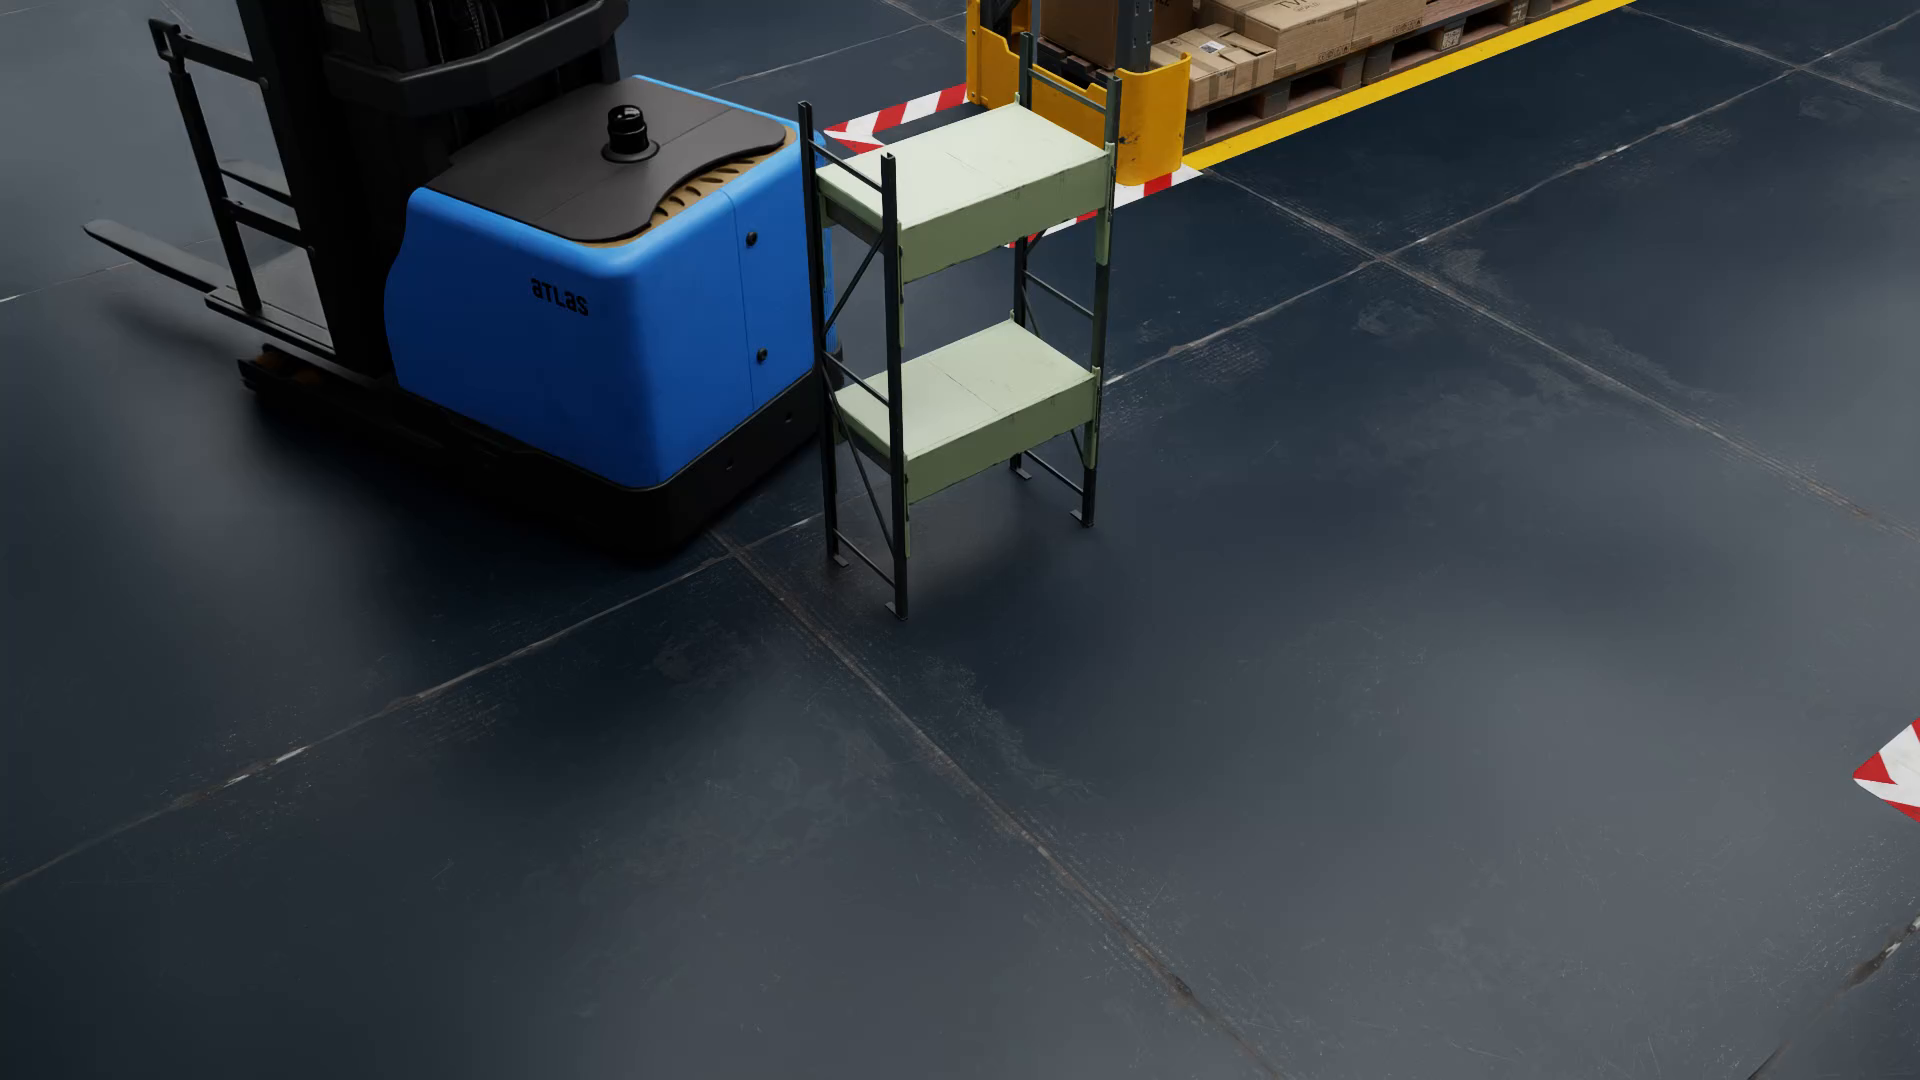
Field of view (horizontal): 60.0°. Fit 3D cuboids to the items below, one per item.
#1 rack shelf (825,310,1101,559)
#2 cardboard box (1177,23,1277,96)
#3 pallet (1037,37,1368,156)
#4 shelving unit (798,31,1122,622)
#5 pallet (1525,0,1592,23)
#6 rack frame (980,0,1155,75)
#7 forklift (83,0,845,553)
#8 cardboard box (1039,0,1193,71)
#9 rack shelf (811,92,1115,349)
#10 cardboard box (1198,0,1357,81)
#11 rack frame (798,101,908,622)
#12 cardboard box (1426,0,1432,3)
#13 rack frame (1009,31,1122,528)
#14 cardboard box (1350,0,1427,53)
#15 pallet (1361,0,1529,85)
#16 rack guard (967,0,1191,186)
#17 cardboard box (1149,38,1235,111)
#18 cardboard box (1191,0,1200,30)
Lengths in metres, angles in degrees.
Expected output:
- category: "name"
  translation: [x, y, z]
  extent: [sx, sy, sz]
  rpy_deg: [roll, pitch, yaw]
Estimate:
- category: "rack shelf"
  translation: [0.005, -0.330, 4.984]
  extent: [0.720, 0.370, 0.431]
  rpy_deg: [-26, 46, -28]
- category: "cardboard box"
  translation: [1.176, -2.142, 7.383]
  extent: [0.250, 0.166, 0.380]
  rpy_deg: [-26, 46, -28]
- category: "pallet"
  translation: [1.128, -2.241, 7.816]
  extent: [1.213, 0.211, 1.003]
  rpy_deg: [-26, 46, -28]
- category: "shelving unit"
  translation: [0.005, -0.582, 4.777]
  extent: [0.755, 1.500, 0.431]
  rpy_deg: [-26, 46, -28]
- category: "pallet"
  translation: [3.062, -3.185, 8.966]
  extent: [1.213, 0.211, 1.003]
  rpy_deg: [-26, 46, -28]
- category: "rack frame"
  translation: [0.436, -2.982, 6.520]
  extent: [0.127, 3.000, 1.000]
  rpy_deg: [-26, 46, -28]
- category: "forklift"
  translation: [-1.908, -1.815, 5.151]
  extent: [3.031, 2.935, 1.130]
  rpy_deg: [22, 44, 25]
- category: "cardboard box"
  translation: [0.717, -2.519, 7.580]
  extent: [0.500, 0.500, 0.500]
  rpy_deg: [-26, 46, -28]
- category: "rack shelf"
  translation: [0.005, -0.884, 4.530]
  extent: [0.720, 0.370, 0.431]
  rpy_deg: [-26, 46, -28]
- category: "cardboard box"
  translation: [1.436, -2.349, 7.570]
  extent: [0.500, 0.250, 0.500]
  rpy_deg: [-26, 46, -28]
- category: "rack frame"
  translation: [-0.285, -0.441, 4.605]
  extent: [0.023, 1.500, 0.400]
  rpy_deg: [-26, 46, -28]
- category: "cardboard box"
  translation: [2.121, -3.004, 8.168]
  extent: [0.637, 0.503, 0.797]
  rpy_deg: [-26, 46, -28]
- category: "rack frame"
  translation: [0.295, -0.724, 4.950]
  extent: [0.023, 1.500, 0.400]
  rpy_deg: [-26, 46, -28]
- category: "cardboard box"
  translation: [1.833, -2.543, 7.806]
  extent: [0.500, 0.250, 0.500]
  rpy_deg: [-26, 46, -28]
- category: "pallet"
  translation: [2.094, -2.710, 8.388]
  extent: [1.213, 0.211, 1.003]
  rpy_deg: [-26, 46, -28]
- category: "rack guard"
  translation: [0.496, -2.045, 7.348]
  extent: [0.348, 0.500, 1.175]
  rpy_deg: [-26, 46, -28]
- category: "cardboard box"
  translation: [0.977, -2.039, 7.271]
  extent: [0.250, 0.149, 0.380]
  rpy_deg: [-26, 46, -28]
- category: "cardboard box"
  translation: [1.093, -2.502, 7.822]
  extent: [0.250, 0.166, 0.380]
  rpy_deg: [-26, 46, -28]
